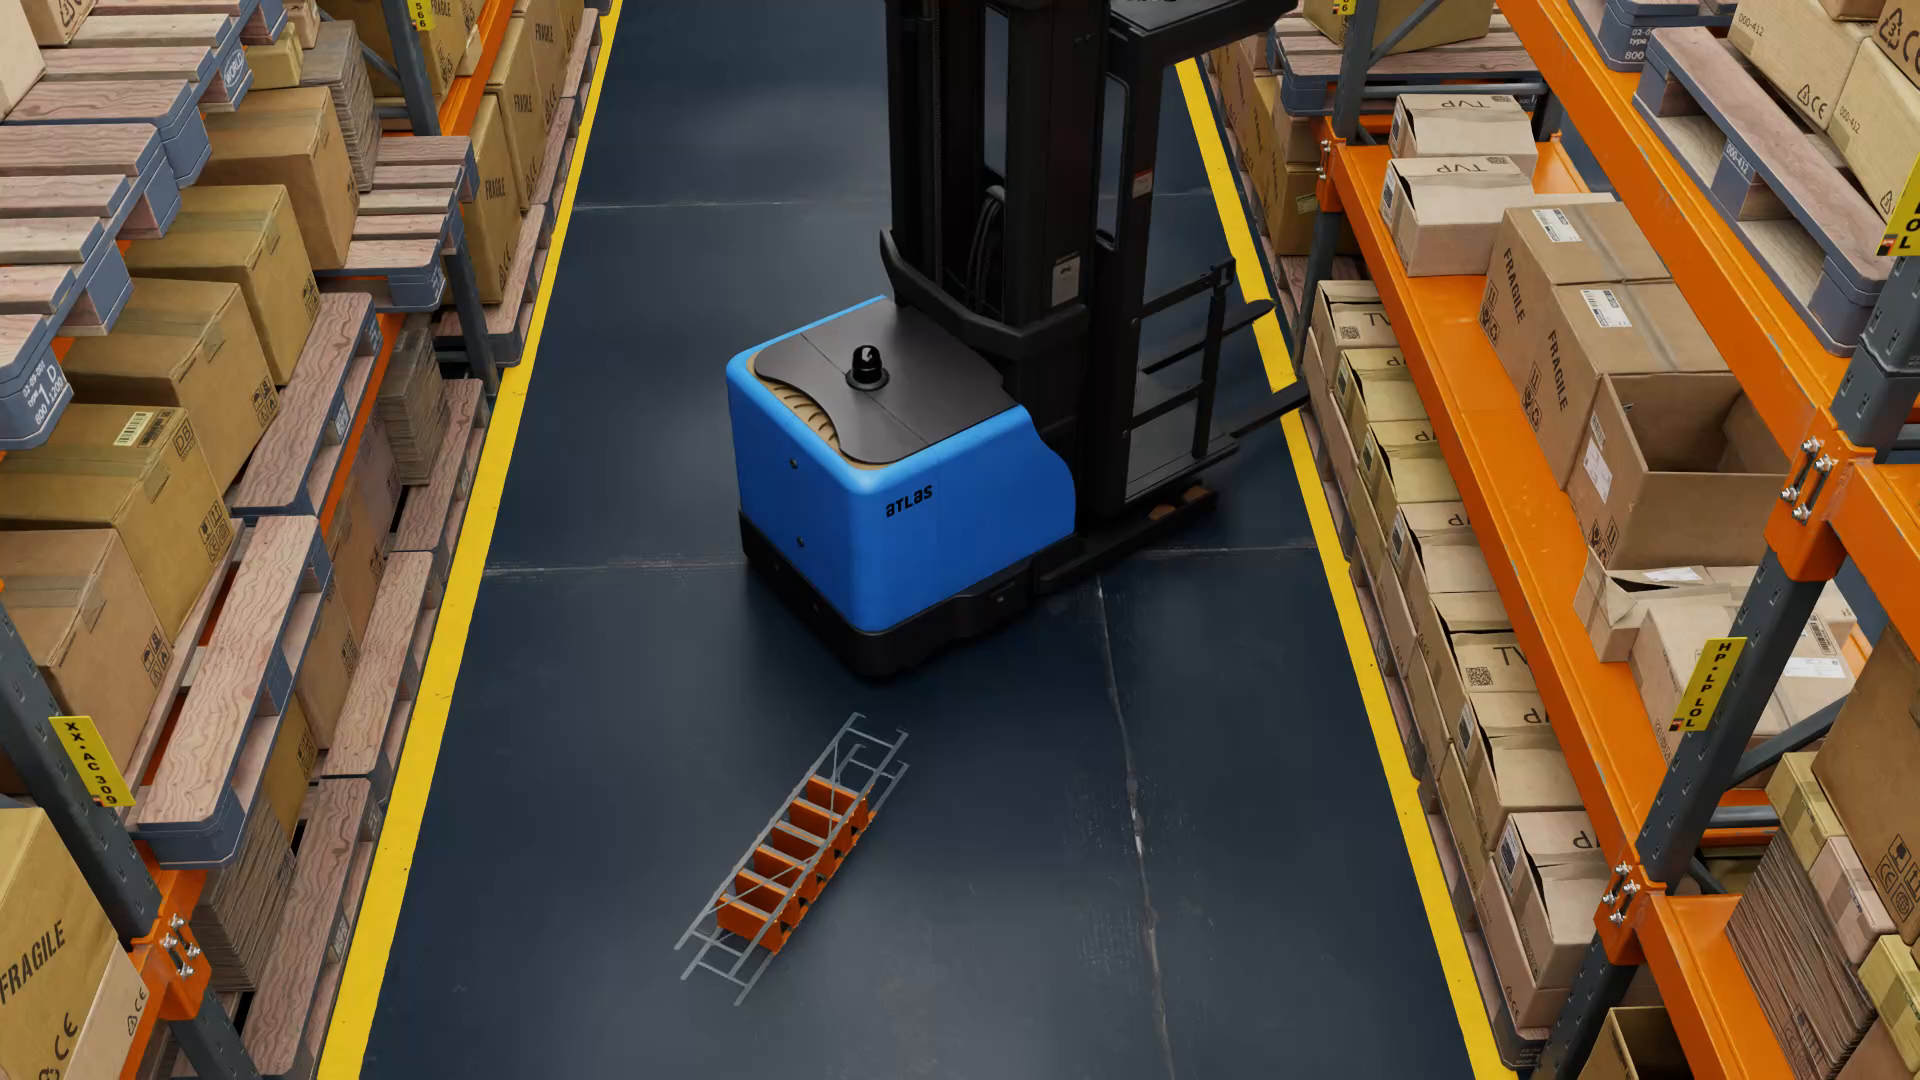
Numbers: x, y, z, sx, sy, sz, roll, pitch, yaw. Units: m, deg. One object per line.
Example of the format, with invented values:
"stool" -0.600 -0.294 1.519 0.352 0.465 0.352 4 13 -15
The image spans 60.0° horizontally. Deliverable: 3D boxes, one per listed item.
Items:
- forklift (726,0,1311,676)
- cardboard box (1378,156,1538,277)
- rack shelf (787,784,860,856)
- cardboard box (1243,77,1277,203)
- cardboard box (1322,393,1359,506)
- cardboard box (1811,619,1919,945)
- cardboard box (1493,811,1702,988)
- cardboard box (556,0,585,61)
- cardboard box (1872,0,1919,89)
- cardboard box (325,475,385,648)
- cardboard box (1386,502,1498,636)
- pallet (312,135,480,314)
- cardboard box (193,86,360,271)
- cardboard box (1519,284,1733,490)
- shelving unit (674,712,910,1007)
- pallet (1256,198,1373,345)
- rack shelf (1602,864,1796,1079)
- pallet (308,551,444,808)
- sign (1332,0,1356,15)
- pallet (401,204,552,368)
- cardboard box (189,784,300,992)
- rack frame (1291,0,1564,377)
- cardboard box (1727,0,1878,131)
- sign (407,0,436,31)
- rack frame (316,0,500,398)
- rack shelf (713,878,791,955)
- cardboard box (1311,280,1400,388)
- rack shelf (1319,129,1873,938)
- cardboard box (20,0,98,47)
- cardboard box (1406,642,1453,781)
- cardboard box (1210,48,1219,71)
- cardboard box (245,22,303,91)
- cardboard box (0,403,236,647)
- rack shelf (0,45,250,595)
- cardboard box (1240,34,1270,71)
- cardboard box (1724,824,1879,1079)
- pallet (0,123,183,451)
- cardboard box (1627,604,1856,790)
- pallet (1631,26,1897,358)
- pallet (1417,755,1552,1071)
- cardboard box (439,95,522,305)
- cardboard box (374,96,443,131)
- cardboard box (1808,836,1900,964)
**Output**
"forklift" 0.538 -1.343 6.696 3.031 2.935 1.130 -27 49 -26
"cardboard box" 2.015 -1.333 6.700 0.500 0.311 0.500 -2 43 -2
"rack shelf" -0.504 1.028 6.135 0.258 0.180 0.103 20 46 20
"cardboard box" 1.874 -2.190 9.093 0.500 0.500 0.500 -3 43 -3
"cardboard box" 1.921 -0.415 7.356 0.500 0.250 0.500 -3 43 -3
"cardboard box" 2.365 0.510 3.589 0.700 0.500 0.500 -1 43 -2
"cardboard box" 2.037 1.112 5.275 0.500 0.311 0.500 -2 43 -2
"cardboard box" -2.791 -3.458 10.232 0.750 0.750 0.750 -1 43 -1
"cardboard box" 2.353 -1.174 3.486 0.500 0.500 0.500 -1 43 -1
"cardboard box" -2.741 0.099 6.596 0.700 0.500 0.500 -2 43 -2
"cardboard box" 1.972 0.085 6.396 0.500 0.311 0.500 -2 43 -2
"pallet" -2.642 -1.281 6.720 1.213 0.211 1.003 -2 43 -2
"cardboard box" -2.698 -1.336 6.237 0.700 0.500 0.500 -5 43 -6
"cardboard box" 2.280 -0.524 5.677 0.500 0.500 0.500 -2 43 -2
"shelving unit" -0.581 1.126 6.028 0.258 0.189 1.200 20 46 20
"pallet" 2.176 -1.452 8.828 1.003 0.211 1.213 -2 43 -2
"rack shelf" 2.425 2.341 3.158 1.077 0.370 4.000 -2 43 -2
"pallet" -2.698 0.547 6.647 1.003 0.211 1.213 -2 43 -2
"sign" 1.629 -2.351 6.946 0.100 0.325 0.005 -2 43 -2
"pallet" -2.737 -1.337 8.702 1.003 0.211 1.213 -2 43 -2
"cardboard box" -2.657 1.133 5.468 0.700 0.500 0.500 0 43 0
"rack frame" 2.170 -1.975 7.334 1.000 3.000 0.127 -2 43 -2
"cardboard box" 2.298 -1.267 4.142 0.500 0.250 0.500 -5 43 -6
"sign" -2.237 -2.250 6.836 0.100 0.325 0.005 -2 43 -2
"rack frame" -2.779 -1.830 7.176 1.000 3.000 0.127 -2 43 -2
"rack shelf" -0.728 1.315 5.822 0.258 0.180 0.103 20 46 20
"cardboard box" 1.899 -0.961 7.537 0.500 0.311 0.500 0 43 0
"rack shelf" 2.255 -0.359 6.104 1.077 0.370 4.000 -2 43 -2
"cardboard box" -2.605 -1.631 4.355 0.500 0.500 0.500 -3 43 -3
"cardboard box" 1.991 0.626 6.221 0.500 0.250 0.500 -1 43 -1
"cardboard box" 1.811 -3.223 10.220 0.500 0.500 0.500 -1 43 -1
"cardboard box" -2.706 -1.820 6.285 0.380 0.149 0.250 -8 43 -9
"cardboard box" -2.613 -0.051 4.836 0.700 0.500 0.500 2 43 3
"rack shelf" -2.694 -1.321 4.933 1.077 0.370 4.000 -2 43 -2
"cardboard box" 1.842 -2.845 9.253 0.500 0.250 0.500 -2 43 -3
"cardboard box" 2.365 0.988 4.028 0.700 0.500 0.500 -3 43 -3
"pallet" -2.529 -0.586 3.738 1.213 0.211 1.003 -2 43 -2
"cardboard box" 2.276 0.450 4.800 0.500 0.250 0.500 1 43 1
"pallet" 2.290 -0.905 4.089 0.805 0.209 1.217 -3 43 -4
"pallet" 2.270 1.257 5.872 1.003 0.211 1.213 -2 43 -2
"cardboard box" -2.679 -1.693 8.307 0.750 0.750 0.750 -2 43 -2
"cardboard box" -2.561 -1.974 7.504 0.380 0.149 0.250 -2 43 -2
"cardboard box" 2.169 0.806 3.746 0.380 0.149 0.250 -1 43 -1
